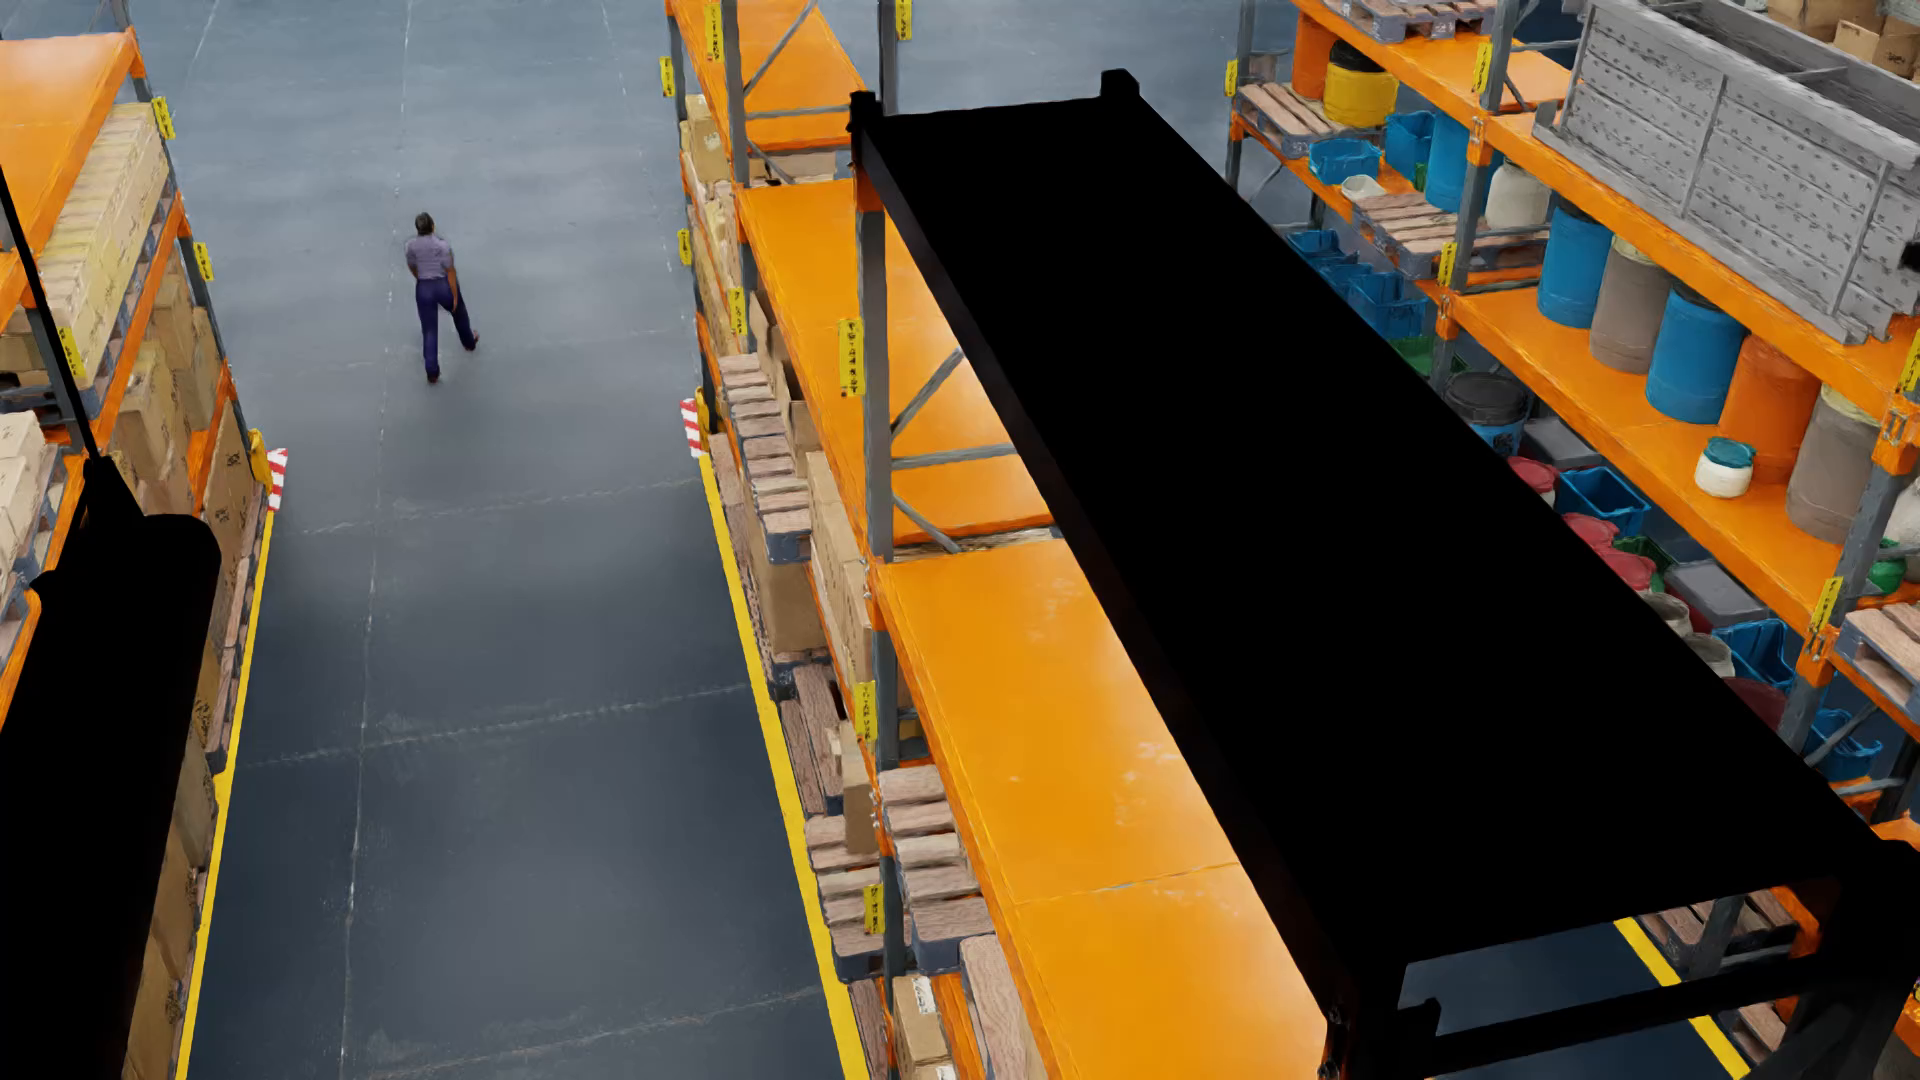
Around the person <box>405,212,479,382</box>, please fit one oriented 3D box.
[{"bbox_3d":[-5.116,-2.449,16.248,0.477,1.580,0.994,-3,35,-4],"label":"person"}]
